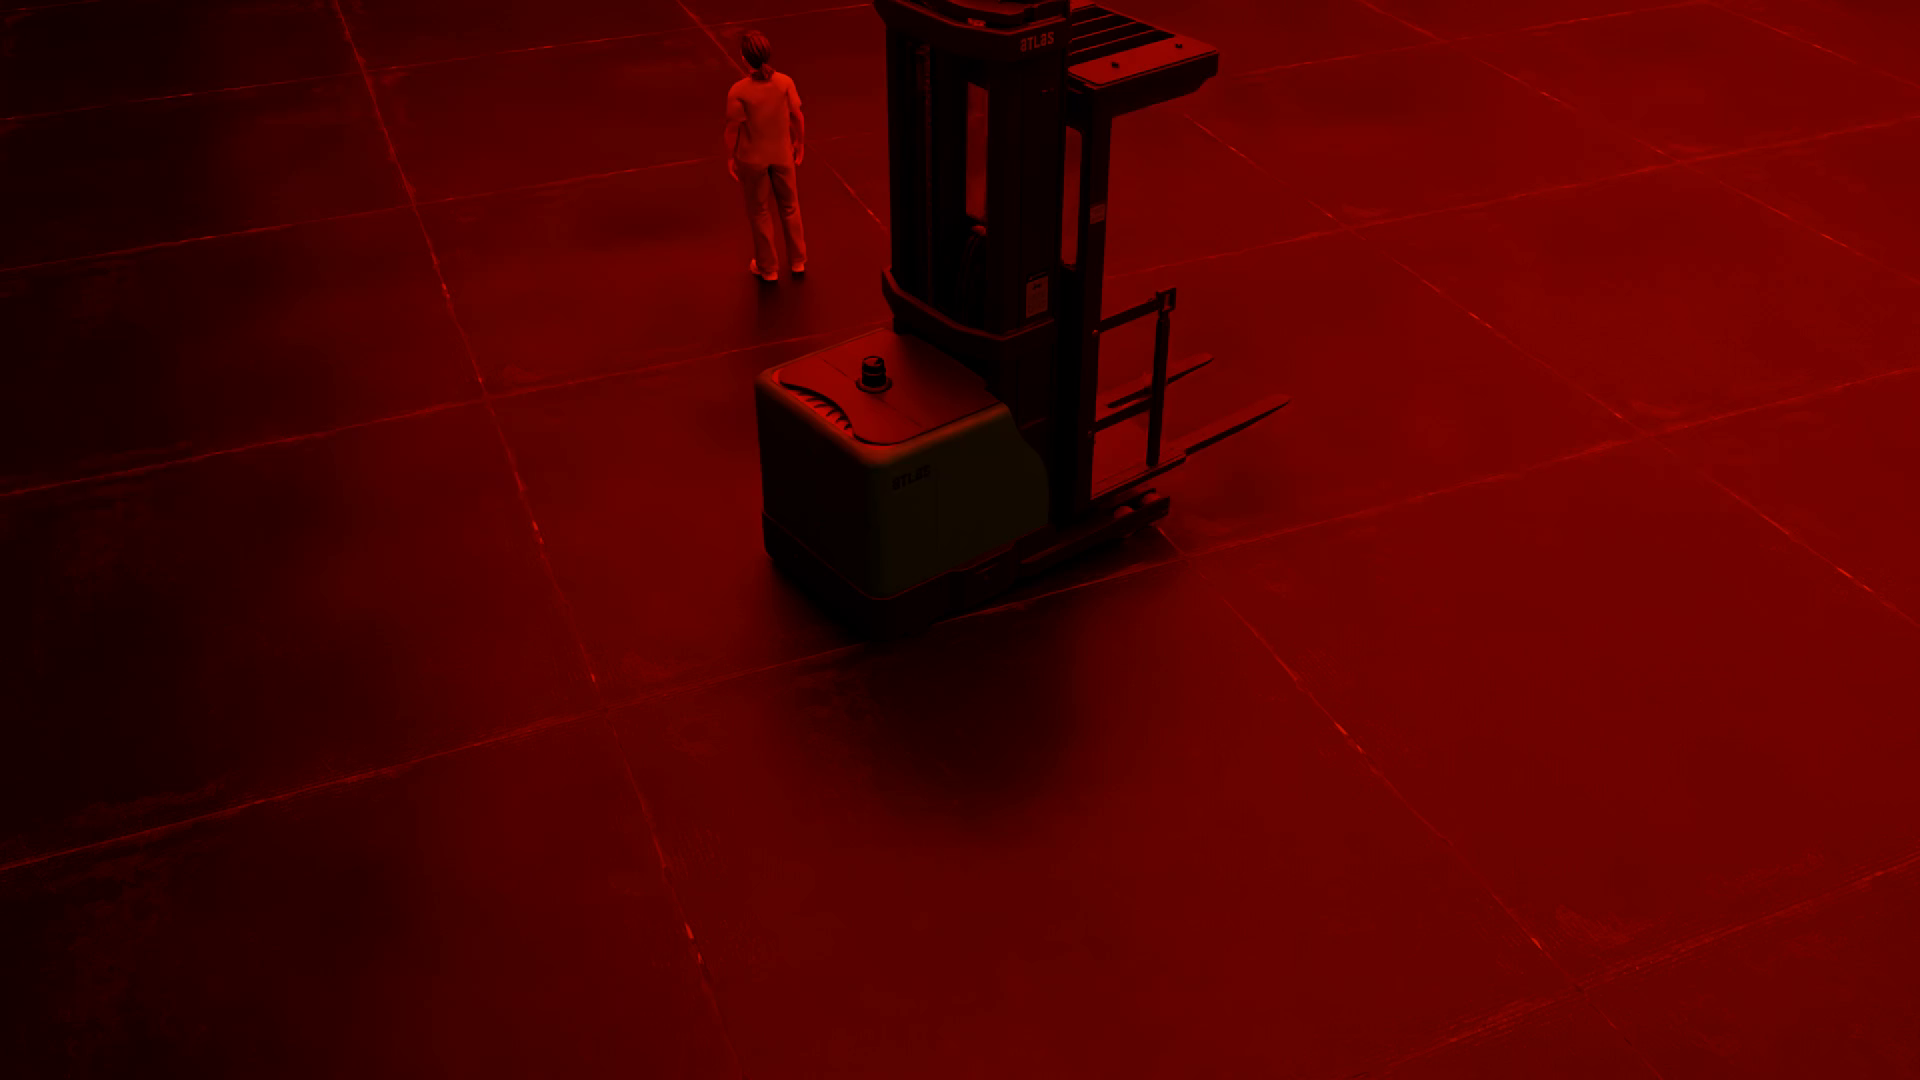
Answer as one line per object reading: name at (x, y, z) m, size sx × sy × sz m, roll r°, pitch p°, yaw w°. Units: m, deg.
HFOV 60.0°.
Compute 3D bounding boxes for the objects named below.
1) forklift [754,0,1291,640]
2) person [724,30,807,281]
forklift at (0.475, -1.421, 8.096) m, size 3.031 × 2.935 × 1.130 m, roll -25°, pitch 42°, yaw -30°
person at (-1.254, -2.453, 10.632) m, size 0.527 × 1.683 × 0.518 m, roll -12°, pitch 37°, yaw -17°
